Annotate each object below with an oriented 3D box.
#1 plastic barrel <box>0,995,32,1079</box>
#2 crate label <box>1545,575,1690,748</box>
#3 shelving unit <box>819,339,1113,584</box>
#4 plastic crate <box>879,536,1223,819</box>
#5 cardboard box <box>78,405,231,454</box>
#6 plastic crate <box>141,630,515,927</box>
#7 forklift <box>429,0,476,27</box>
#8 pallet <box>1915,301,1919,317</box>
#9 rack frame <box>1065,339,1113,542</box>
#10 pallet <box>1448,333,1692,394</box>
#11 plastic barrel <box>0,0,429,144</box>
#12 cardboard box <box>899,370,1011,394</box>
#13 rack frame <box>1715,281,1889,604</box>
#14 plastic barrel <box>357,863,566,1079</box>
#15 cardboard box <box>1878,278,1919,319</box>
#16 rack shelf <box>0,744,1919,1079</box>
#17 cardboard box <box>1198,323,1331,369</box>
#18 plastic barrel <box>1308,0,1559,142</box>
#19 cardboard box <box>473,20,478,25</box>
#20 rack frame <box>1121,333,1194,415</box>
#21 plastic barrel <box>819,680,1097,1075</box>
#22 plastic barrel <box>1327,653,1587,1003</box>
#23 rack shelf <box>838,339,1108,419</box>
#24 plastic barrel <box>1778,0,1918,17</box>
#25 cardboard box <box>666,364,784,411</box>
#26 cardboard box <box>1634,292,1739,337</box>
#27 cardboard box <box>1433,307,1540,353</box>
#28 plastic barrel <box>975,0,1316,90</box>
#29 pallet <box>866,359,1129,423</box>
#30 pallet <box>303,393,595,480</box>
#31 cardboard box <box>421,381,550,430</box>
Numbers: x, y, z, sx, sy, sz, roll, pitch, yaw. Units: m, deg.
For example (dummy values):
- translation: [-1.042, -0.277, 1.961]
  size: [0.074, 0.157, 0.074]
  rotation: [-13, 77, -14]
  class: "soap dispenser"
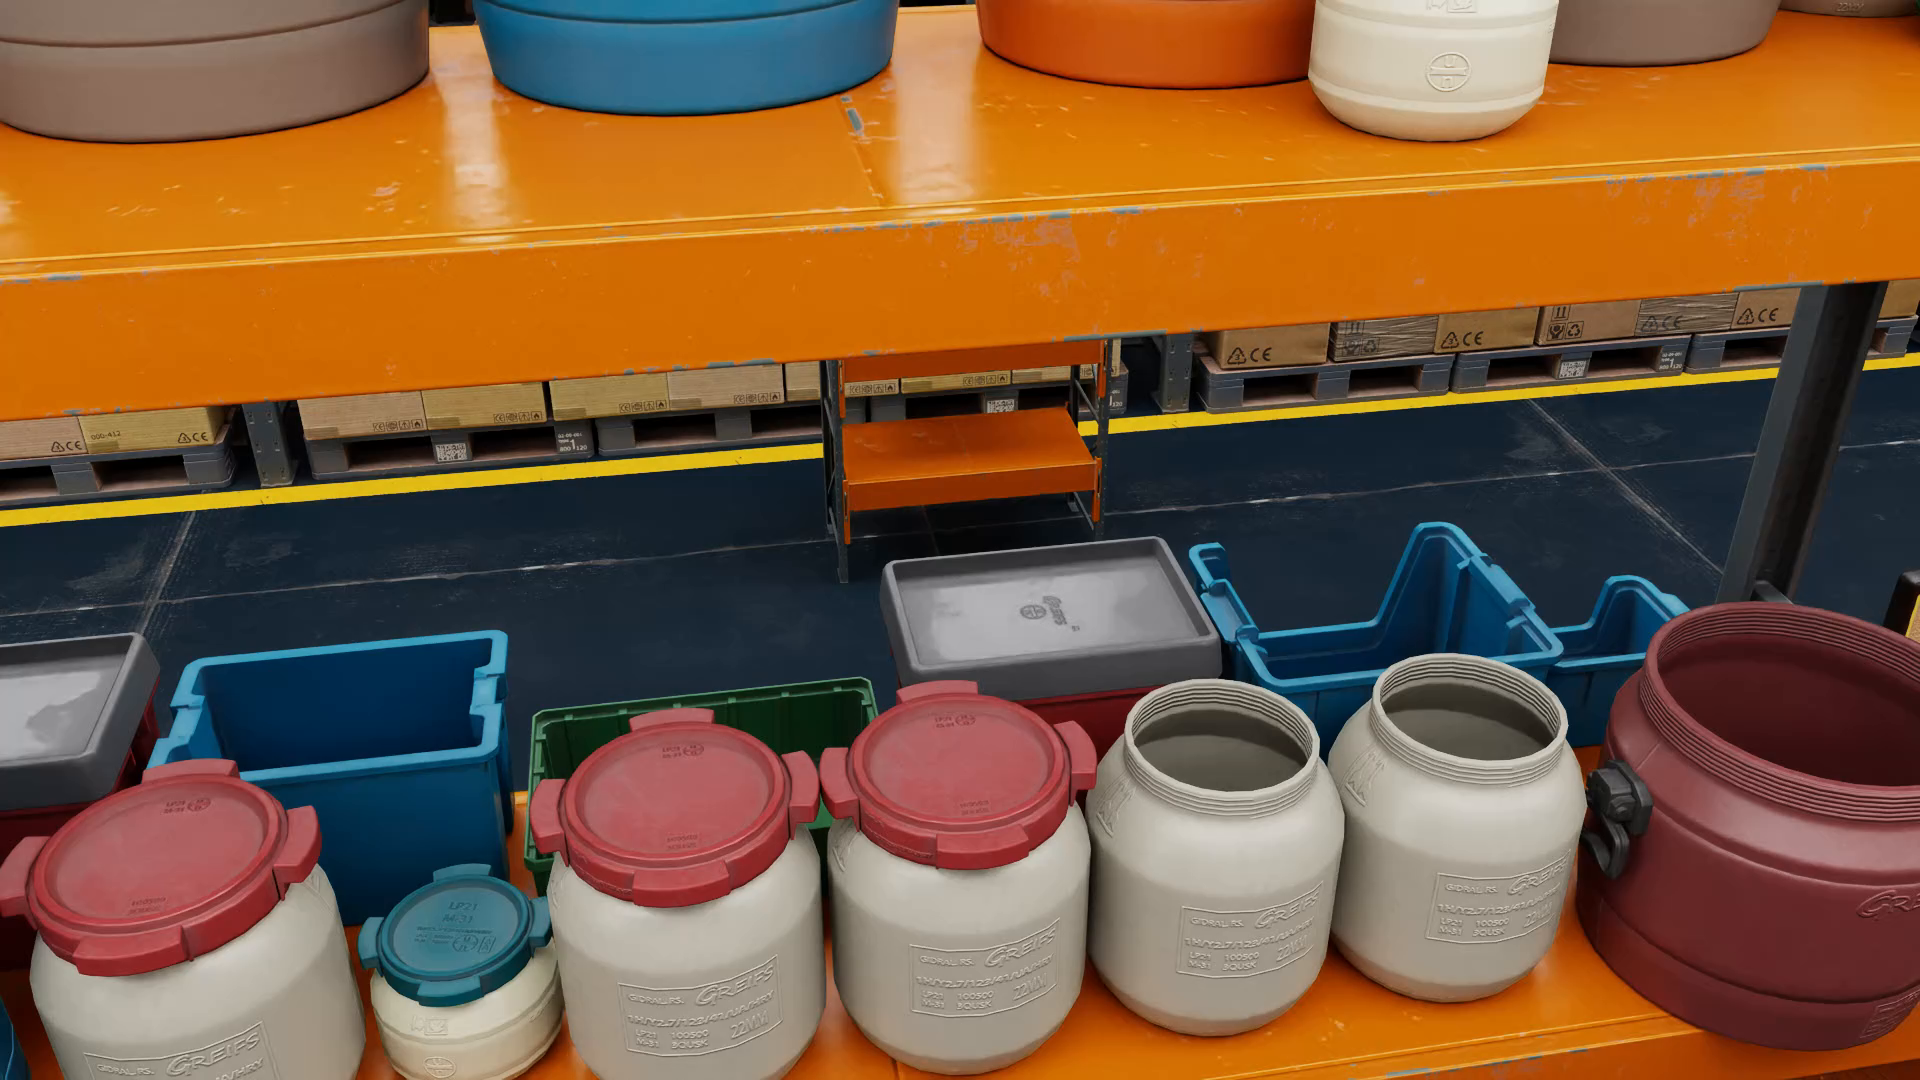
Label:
- translation: [-1.695, 0.605, 2.268]
  size: [0.708, 0.901, 0.600]
  rotation: [-5, 31, -9]
  class: "plastic barrel"
- translation: [1.323, 0.264, 3.508]
  size: [0.416, 0.233, 0.303]
  rotation: [-5, 31, -9]
  class: "crate label"
- translation: [0.007, -0.486, 6.466]
  size: [1.048, 1.125, 0.538]
  rotation: [-5, 31, -9]
  class: "shelving unit"
- translation: [0.160, 0.307, 3.205]
  size: [0.583, 0.464, 0.402]
  rotation: [-5, 31, -9]
  class: "plastic crate"
- translation: [-3.435, -0.609, 7.126]
  size: [0.500, 0.250, 0.500]
  rotation: [-5, 31, -9]
  class: "cardboard box"
- translation: [-1.101, 0.456, 3.031]
  size: [0.575, 0.384, 0.392]
  rotation: [-5, 31, -9]
  class: "plastic crate"
- translation: [-2.099, -2.984, 8.933]
  size: [3.031, 2.935, 1.130]
  rotation: [-9, 32, -15]
  class: "forklift"
- translation: [5.526, -1.355, 8.847]
  size: [1.213, 0.211, 1.003]
  rotation: [-5, 31, -9]
  class: "pallet"
- translation: [0.507, -0.532, 6.545]
  size: [0.032, 1.125, 0.500]
  rotation: [-5, 31, -9]
  class: "rack frame"
- translation: [2.855, -1.087, 8.391]
  size: [1.213, 0.211, 1.003]
  rotation: [-5, 31, -9]
  class: "pallet"
- translation: [-1.026, -1.018, 2.069]
  size: [0.600, 0.901, 0.600]
  rotation: [0, 30, 0]
  class: "plastic barrel"
- translation: [-0.064, -0.907, 7.632]
  size: [0.500, 0.250, 0.500]
  rotation: [-6, 31, -10]
  class: "cardboard box"
- translation: [1.805, 0.340, 3.213]
  size: [0.127, 3.000, 1.000]
  rotation: [-5, 31, -9]
  class: "rack frame"
- translation: [-0.800, 0.720, 2.702]
  size: [0.301, 0.262, 0.301]
  rotation: [0, 30, 0]
  class: "plastic barrel"
- translation: [4.417, -1.420, 8.237]
  size: [0.500, 0.500, 0.500]
  rotation: [-5, 31, -9]
  class: "cardboard box"
- translation: [-0.163, 0.833, 3.085]
  size: [4.000, 0.370, 1.077]
  rotation: [-5, 31, -9]
  class: "rack shelf"
- translation: [1.415, -1.141, 7.764]
  size: [0.500, 0.500, 0.500]
  rotation: [-4, 31, -7]
  class: "cardboard box"
- translation: [0.596, -0.661, 2.092]
  size: [0.301, 0.262, 0.301]
  rotation: [0, 30, 0]
  class: "plastic barrel"
- translation: [-1.742, -1.918, 6.954]
  size: [0.500, 0.500, 0.500]
  rotation: [-3, 31, -5]
  class: "cardboard box"
- translation: [0.916, -2.130, 7.413]
  size: [0.127, 3.000, 1.000]
  rotation: [-5, 31, -9]
  class: "rack frame"
- translation: [-0.002, 0.562, 2.701]
  size: [0.433, 0.535, 0.433]
  rotation: [0, 30, 0]
  class: "plastic barrel"
- translation: [0.831, 0.492, 2.844]
  size: [0.421, 0.512, 0.421]
  rotation: [0, 30, 0]
  class: "plastic barrel"
- translation: [0.007, -0.738, 6.318]
  size: [1.000, 0.278, 0.538]
  rotation: [-5, 31, -9]
  class: "rack shelf"
- translation: [1.444, -1.126, 2.636]
  size: [0.421, 0.512, 0.421]
  rotation: [0, 30, 0]
  class: "plastic barrel"
- translation: [-1.065, -0.815, 7.475]
  size: [0.500, 0.250, 0.500]
  rotation: [-5, 31, -8]
  class: "cardboard box"
- translation: [3.436, -1.333, 8.090]
  size: [0.500, 0.500, 0.500]
  rotation: [-5, 31, -8]
  class: "cardboard box"
- translation: [2.424, -1.235, 7.923]
  size: [0.500, 0.500, 0.500]
  rotation: [-6, 31, -10]
  class: "cardboard box"
- translation: [0.314, -1.112, 2.299]
  size: [0.708, 0.830, 0.600]
  rotation: [-5, 31, -9]
  class: "plastic barrel"
- translation: [0.099, -0.872, 8.025]
  size: [1.213, 0.211, 1.003]
  rotation: [-5, 31, -9]
  class: "pallet"
- translation: [-2.301, -0.650, 7.647]
  size: [1.213, 0.211, 1.003]
  rotation: [-5, 31, -9]
  class: "pallet"
- translation: [-2.074, -0.720, 7.314]
  size: [0.500, 0.250, 0.500]
  rotation: [-5, 31, -8]
  class: "cardboard box"
